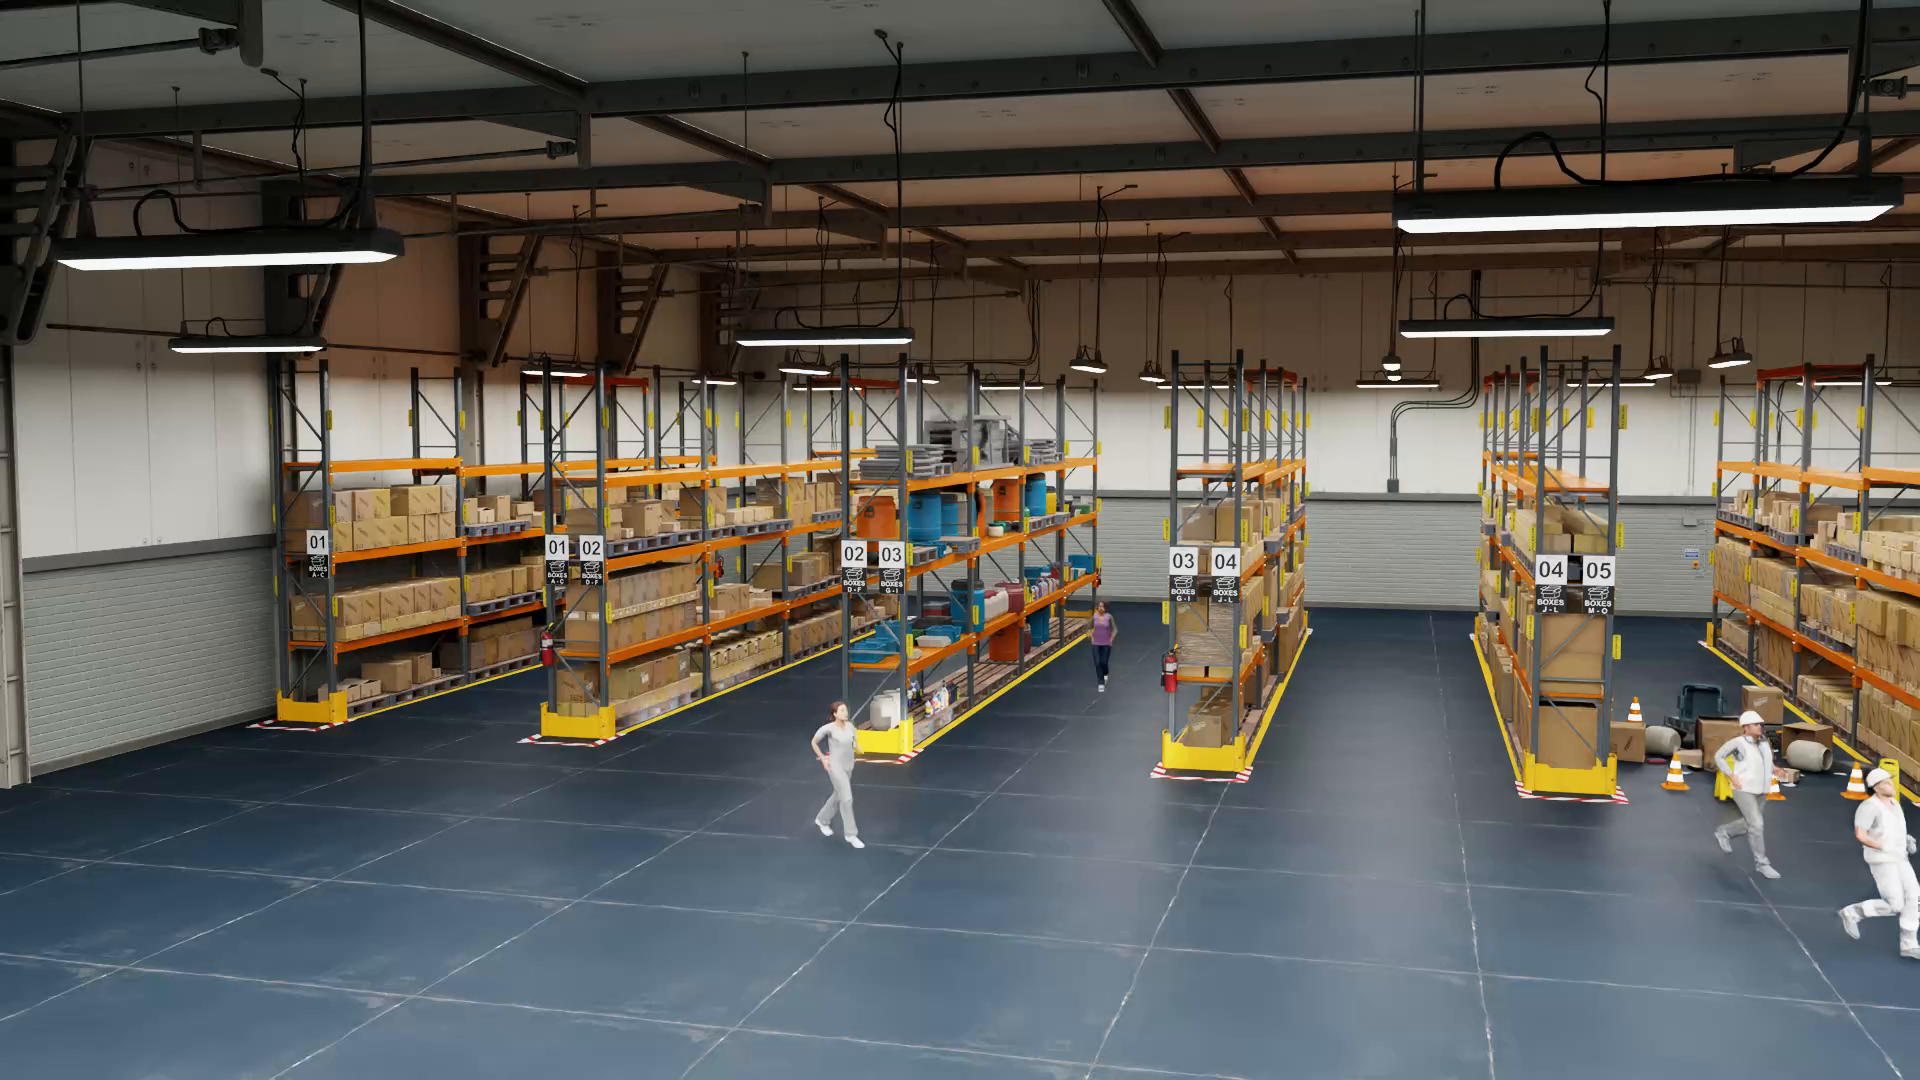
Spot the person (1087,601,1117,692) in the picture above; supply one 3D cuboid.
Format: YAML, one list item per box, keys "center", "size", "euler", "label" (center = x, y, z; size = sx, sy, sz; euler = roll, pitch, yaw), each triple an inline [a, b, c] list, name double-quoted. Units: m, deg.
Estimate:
- center: [2.476, 1.845, 29.138]
  size: [0.540, 1.577, 0.526]
  euler: [1, 4, 11]
  label: "person"

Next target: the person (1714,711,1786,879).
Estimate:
- center: [8.784, 2.786, 18.497]
  size: [0.662, 1.779, 0.924]
  euler: [-2, 4, -24]
  label: "person"

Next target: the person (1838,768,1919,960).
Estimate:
- center: [8.765, 3.021, 15.604]
  size: [0.669, 1.725, 0.825]
  euler: [-2, 5, -31]
  label: "person"

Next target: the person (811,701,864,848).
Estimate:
- center: [-1.417, 2.733, 19.677]
  size: [0.889, 1.684, 0.553]
  euler: [4, 5, 40]
  label: "person"
